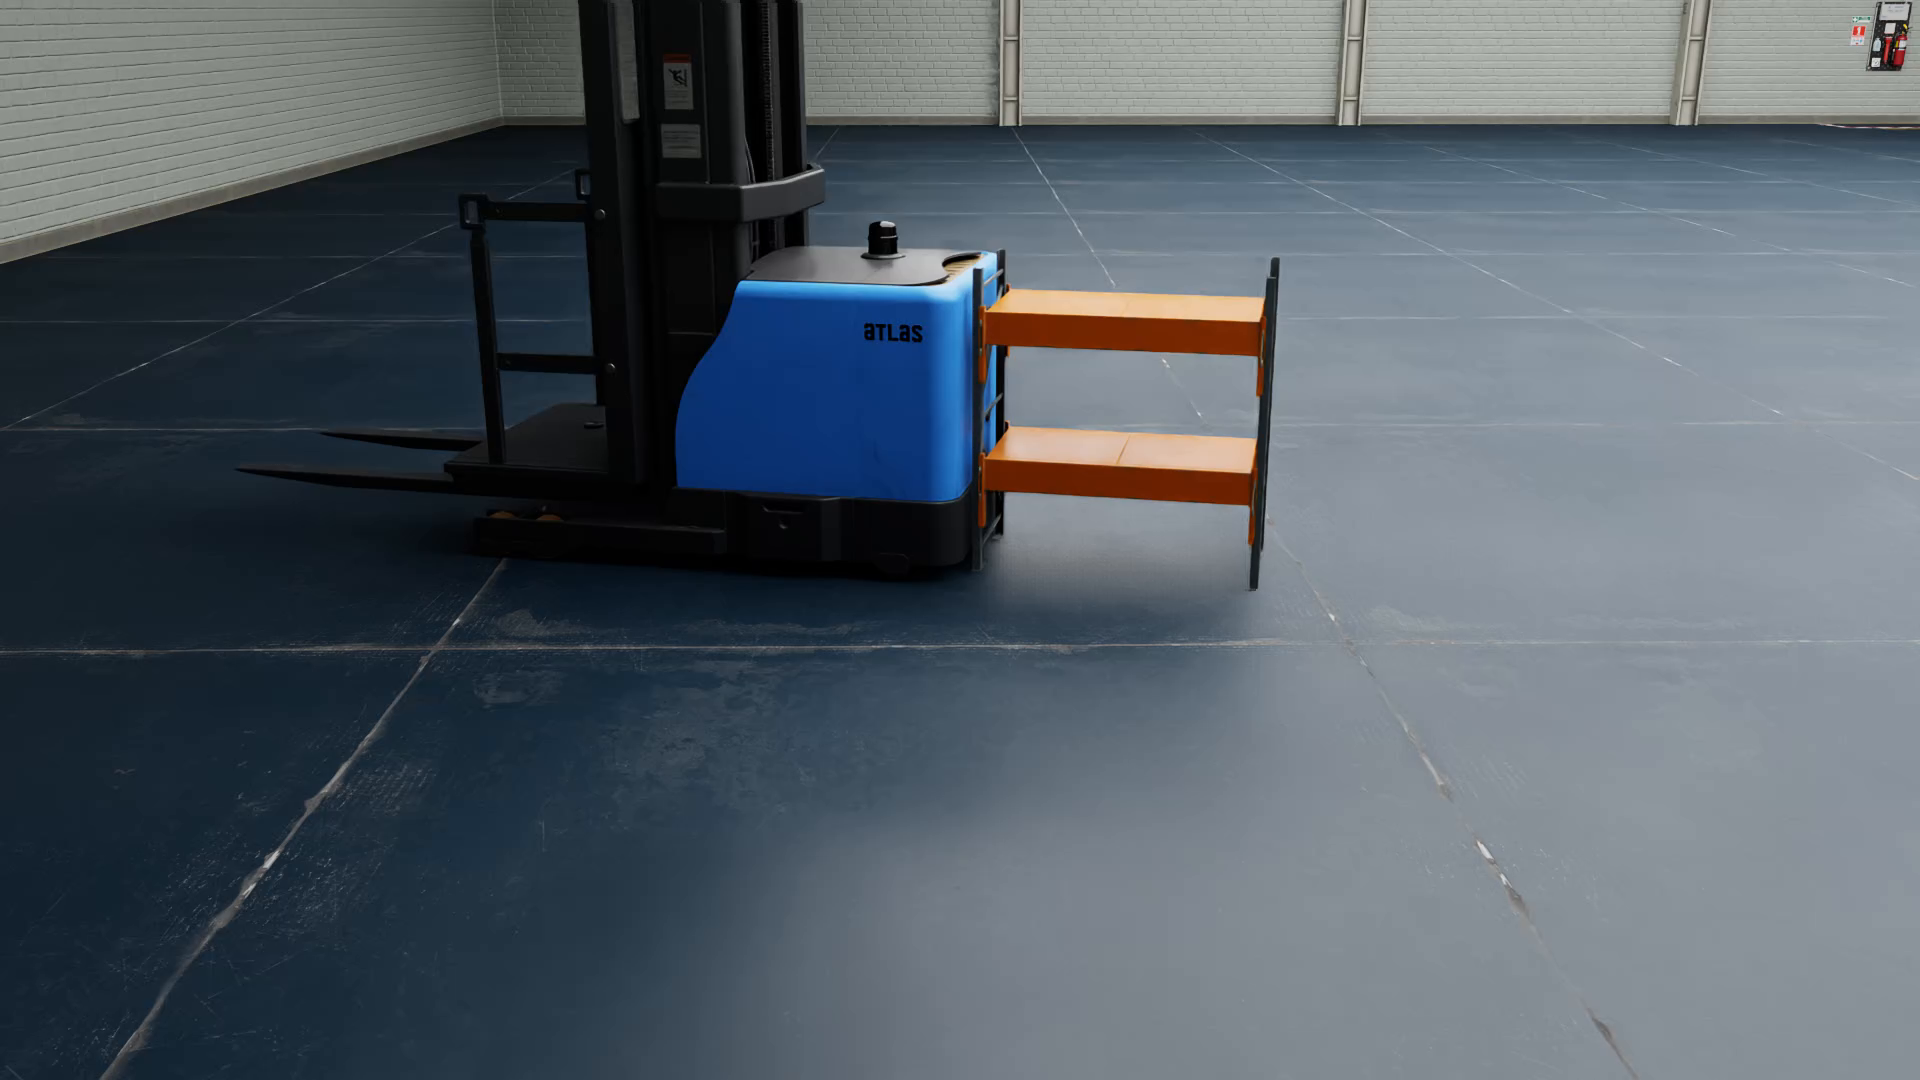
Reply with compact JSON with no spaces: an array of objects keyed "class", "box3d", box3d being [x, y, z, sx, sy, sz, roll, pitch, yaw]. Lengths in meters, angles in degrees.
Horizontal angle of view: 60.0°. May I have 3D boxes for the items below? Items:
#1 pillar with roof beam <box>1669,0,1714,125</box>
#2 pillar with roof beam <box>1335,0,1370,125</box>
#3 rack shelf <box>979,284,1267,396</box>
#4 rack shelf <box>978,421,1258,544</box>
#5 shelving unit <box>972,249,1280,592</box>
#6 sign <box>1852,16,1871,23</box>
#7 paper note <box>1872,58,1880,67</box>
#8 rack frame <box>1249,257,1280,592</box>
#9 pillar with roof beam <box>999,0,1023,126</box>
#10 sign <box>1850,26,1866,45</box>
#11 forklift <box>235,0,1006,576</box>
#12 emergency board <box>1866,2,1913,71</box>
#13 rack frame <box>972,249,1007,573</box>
[{"class":"pillar with roof beam","box3d":[12.954,-10.378,24.167,0.400,9.000,9.100,0,18,-1]},{"class":"pillar with roof beam","box3d":[6.955,-10.349,24.077,0.400,9.000,9.100,0,18,-1]},{"class":"rack shelf","box3d":[0.609,-0.737,6.045,1.000,0.278,0.538,4,18,11]},{"class":"rack shelf","box3d":[0.609,-0.225,6.209,1.000,0.278,0.538,4,18,11]},{"class":"shelving unit","box3d":[0.609,-0.458,6.135,1.048,1.125,0.538,4,18,11]},{"class":"sign","box3d":[15.864,-9.160,29.266,0.331,0.109,0.001,0,18,-1]},{"class":"paper note","box3d":[16.236,-8.466,29.469,0.142,0.148,0.016,0,18,-1]},{"class":"rack frame","box3d":[1.106,-0.426,6.034,0.032,1.125,0.500,4,18,11]},{"class":"pillar with roof beam","box3d":[0.956,-10.320,23.987,0.400,9.000,9.100,0,18,-1]},{"class":"sign","box3d":[15.860,-8.911,29.356,0.234,0.329,0.001,0,18,-1]},{"class":"forklift","box3d":[-1.381,-1.476,6.349,3.031,2.935,1.130,4,18,11]},{"class":"emergency board","box3d":[16.414,-8.865,29.271,0.643,1.169,0.194,0,18,-1]},{"class":"rack frame","box3d":[0.112,-0.490,6.235,0.032,1.125,0.500,4,18,11]}]
